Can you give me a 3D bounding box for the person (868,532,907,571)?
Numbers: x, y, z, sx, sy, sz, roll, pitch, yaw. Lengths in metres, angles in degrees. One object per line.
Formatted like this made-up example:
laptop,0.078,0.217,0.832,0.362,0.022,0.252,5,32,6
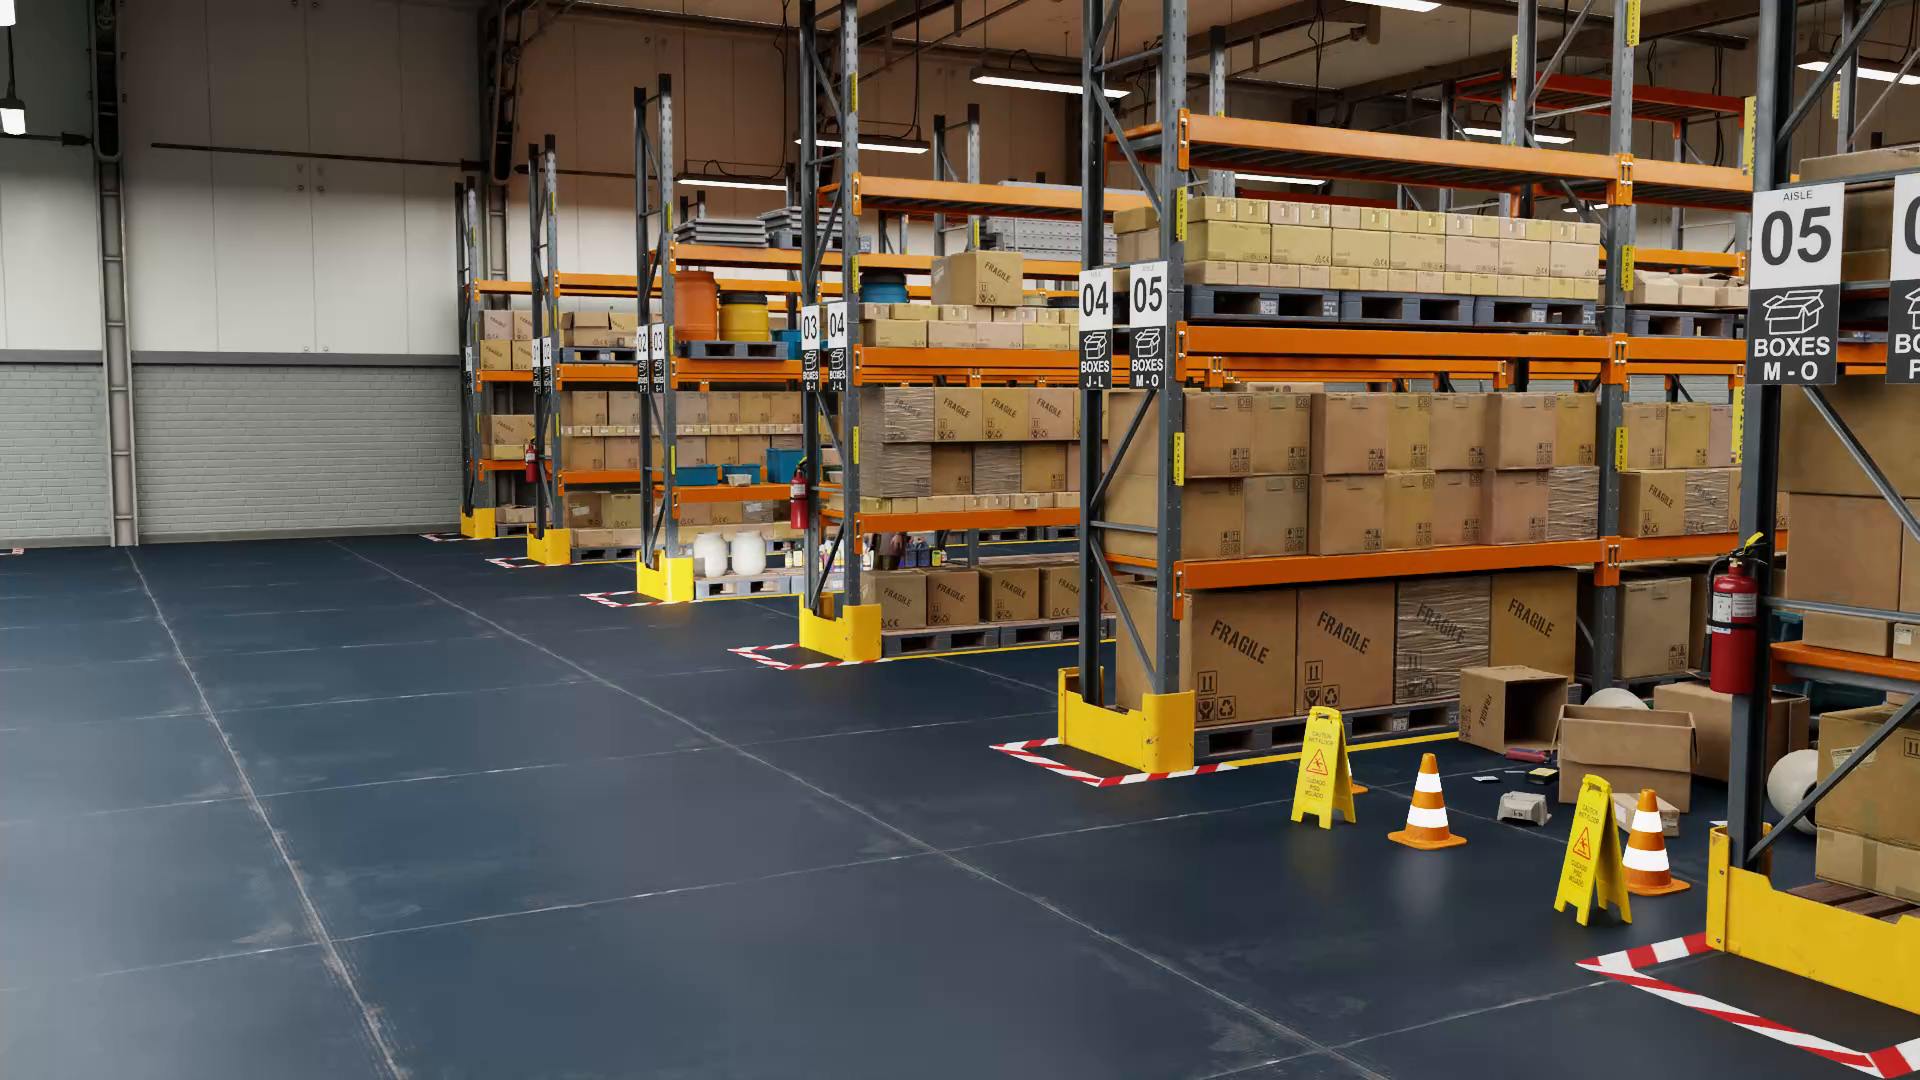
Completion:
person,-0.774,-0.057,17.845,0.418,1.774,0.656,-3,6,-31
